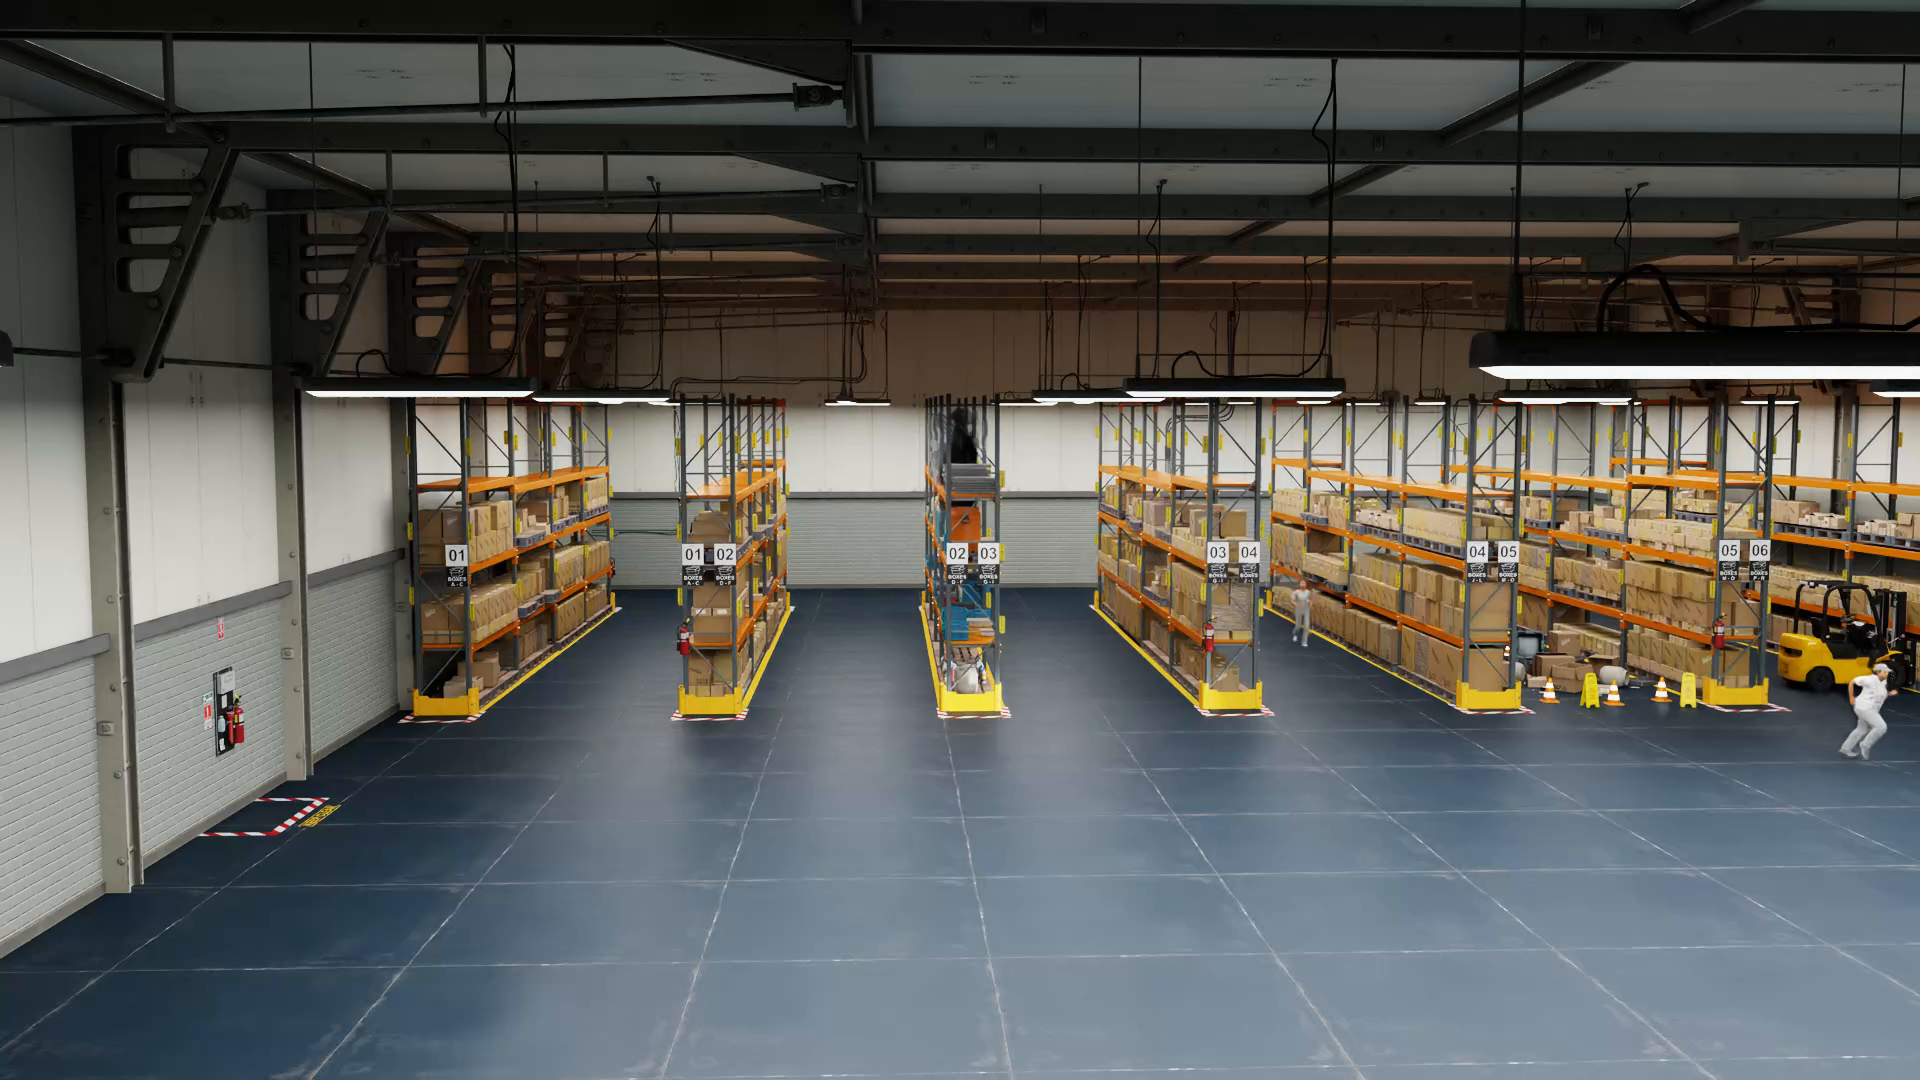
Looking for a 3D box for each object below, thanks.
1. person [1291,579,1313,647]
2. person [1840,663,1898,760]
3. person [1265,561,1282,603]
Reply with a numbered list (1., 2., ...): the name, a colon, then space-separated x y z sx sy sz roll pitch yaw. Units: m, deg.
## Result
1. person: 8.244 1.745 40.042 0.574 1.628 0.758 0 5 -5
2. person: 14.760 2.771 27.022 0.592 1.587 0.855 -4 6 -39
3. person: 9.286 1.025 48.804 0.572 1.726 0.648 -2 5 -21
